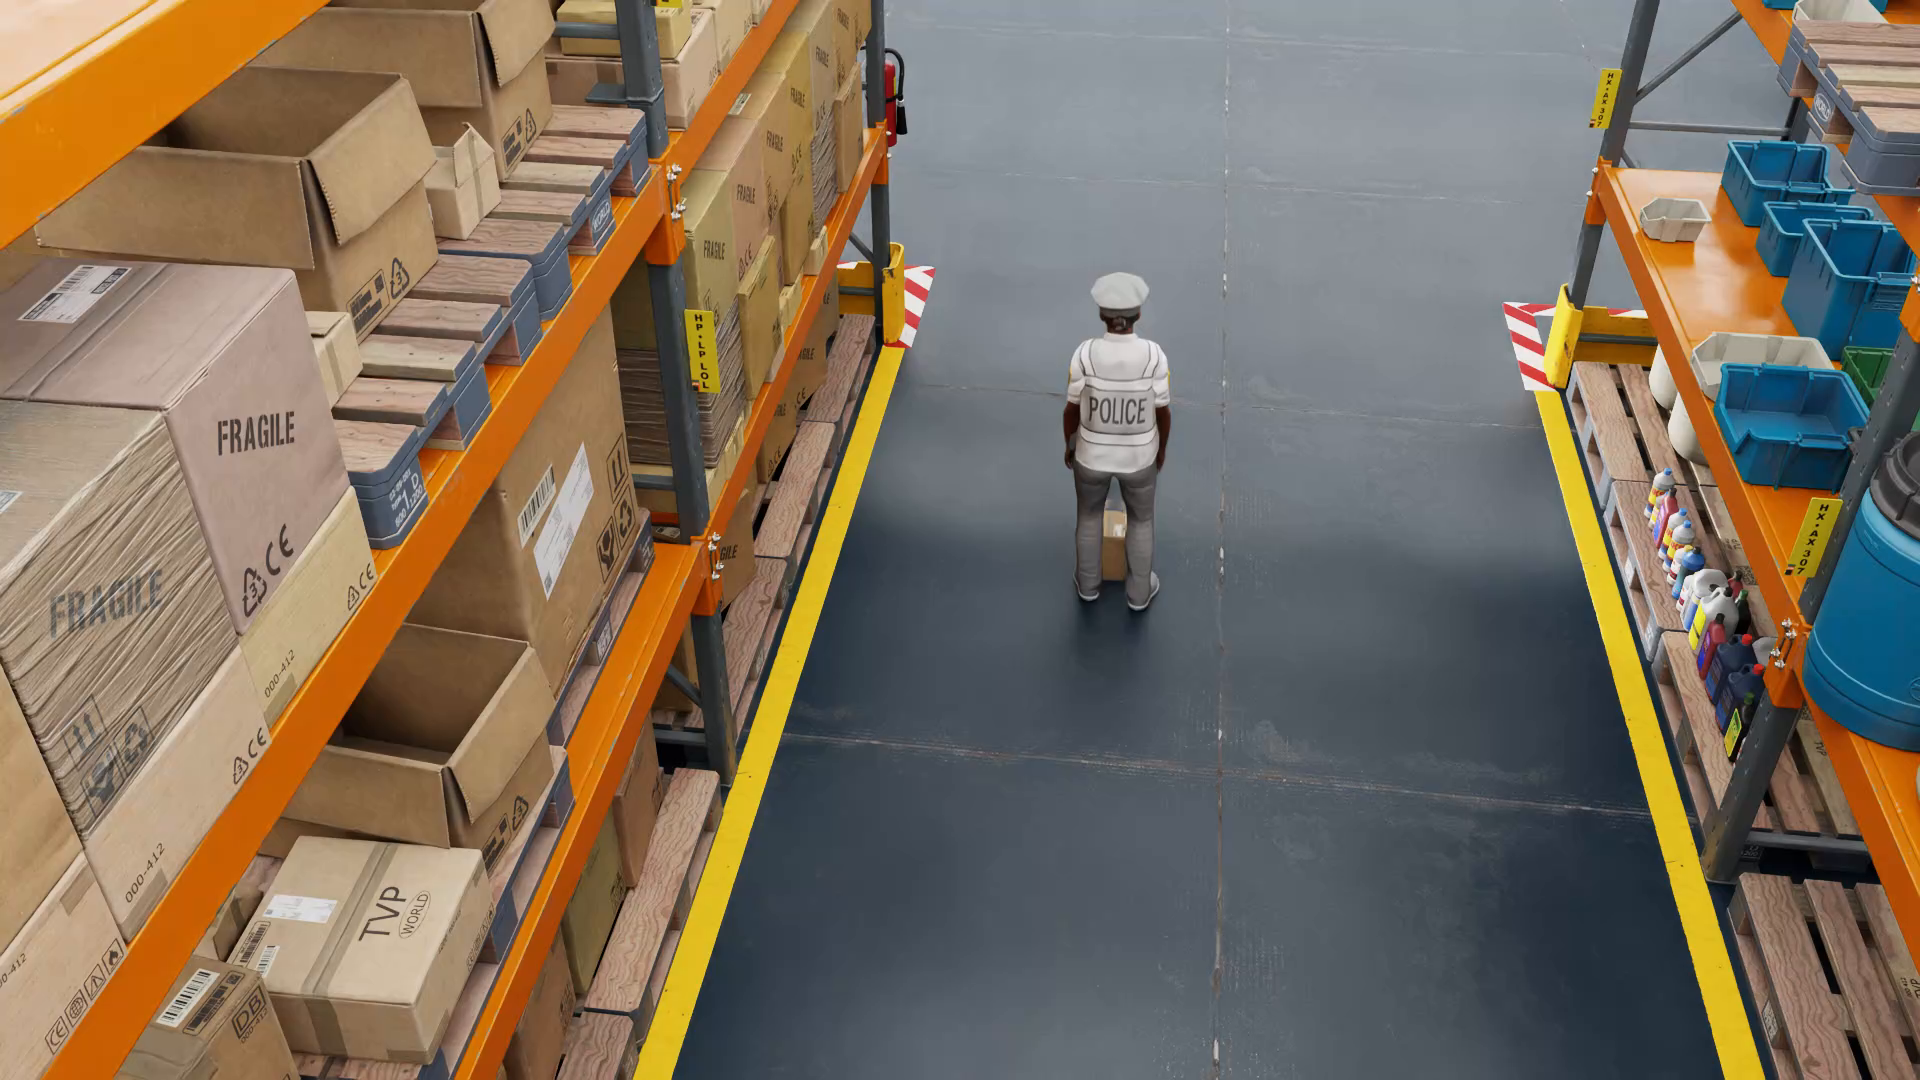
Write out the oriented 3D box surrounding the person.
[{"bbox_3d":[0.715,-0.405,7.588,0.505,1.660,0.425,3,36,4],"label":"person"}]
